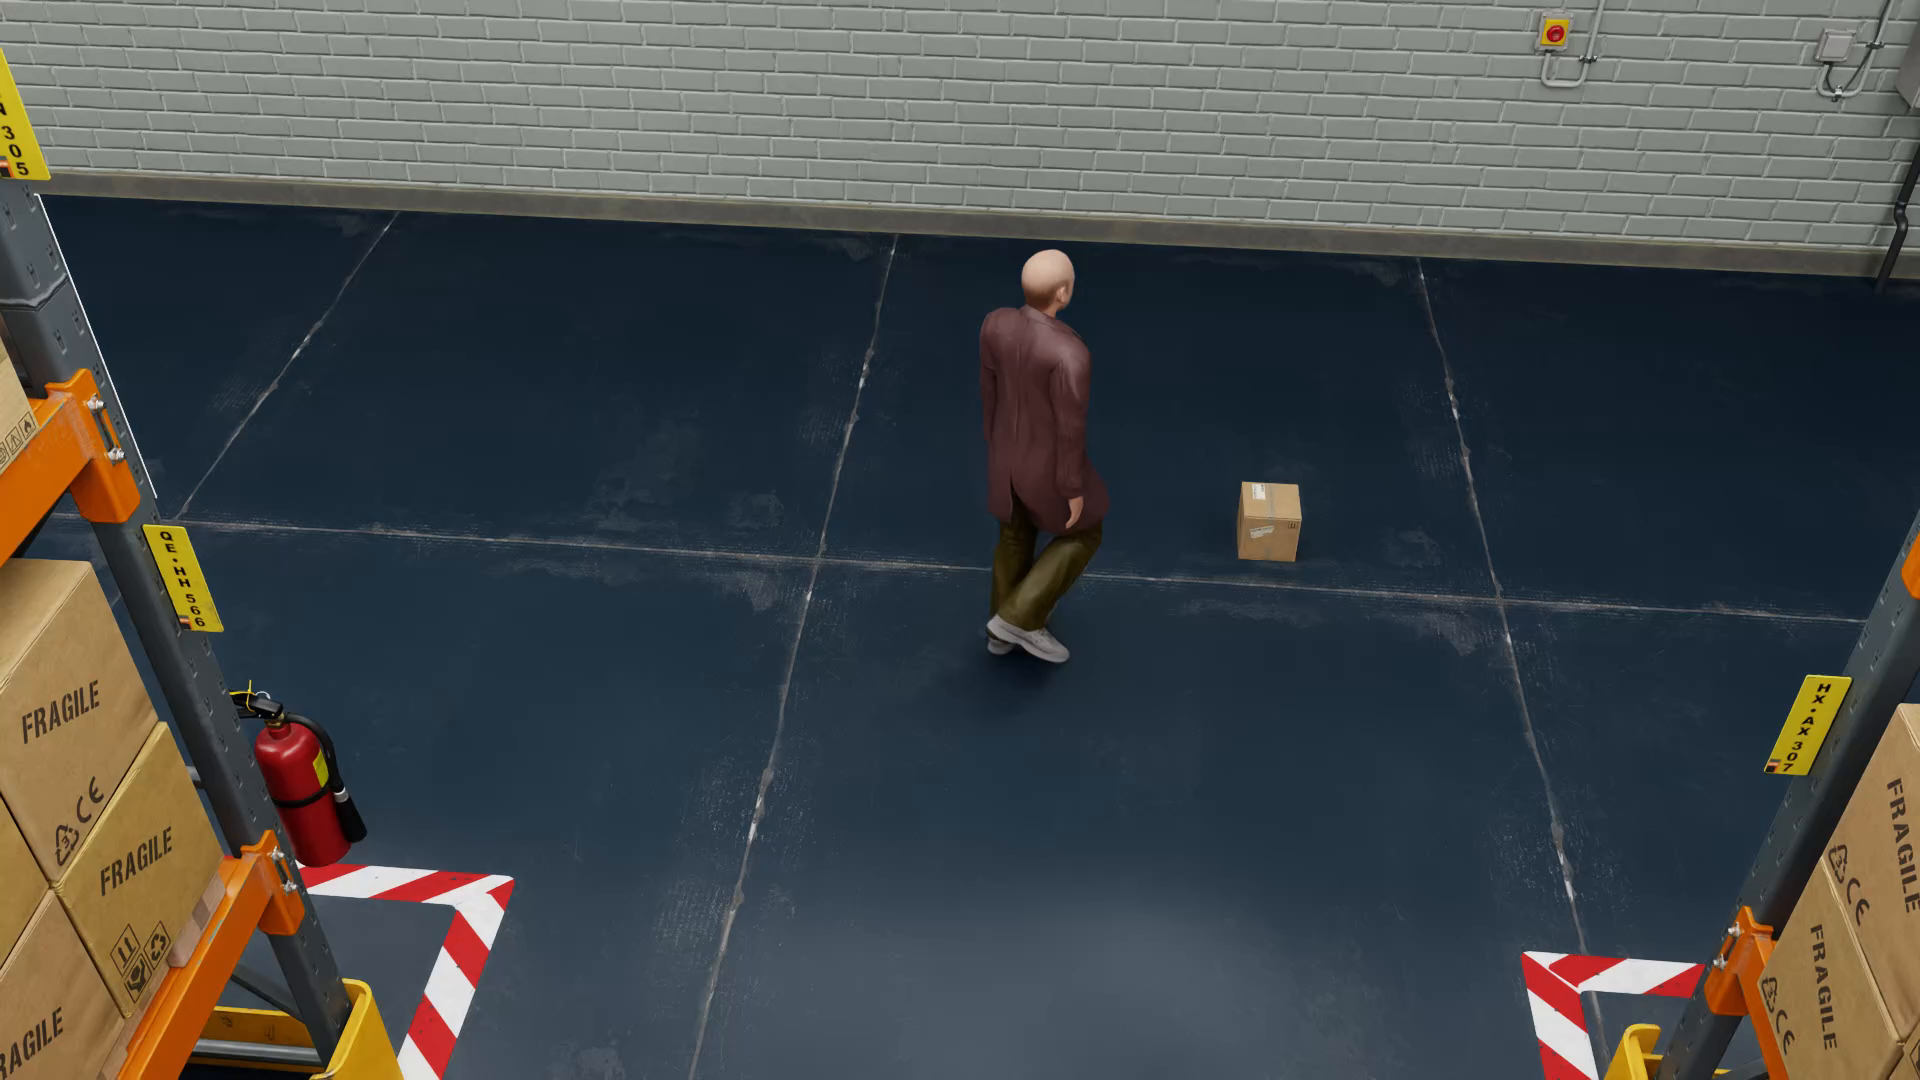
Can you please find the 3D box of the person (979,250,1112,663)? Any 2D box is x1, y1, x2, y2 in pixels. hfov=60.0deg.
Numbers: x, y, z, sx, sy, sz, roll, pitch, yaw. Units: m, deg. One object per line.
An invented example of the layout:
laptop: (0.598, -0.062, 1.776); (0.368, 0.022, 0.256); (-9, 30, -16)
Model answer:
person: (0.280, -0.288, 6.487); (0.608, 1.770, 0.539); (32, 49, 33)
